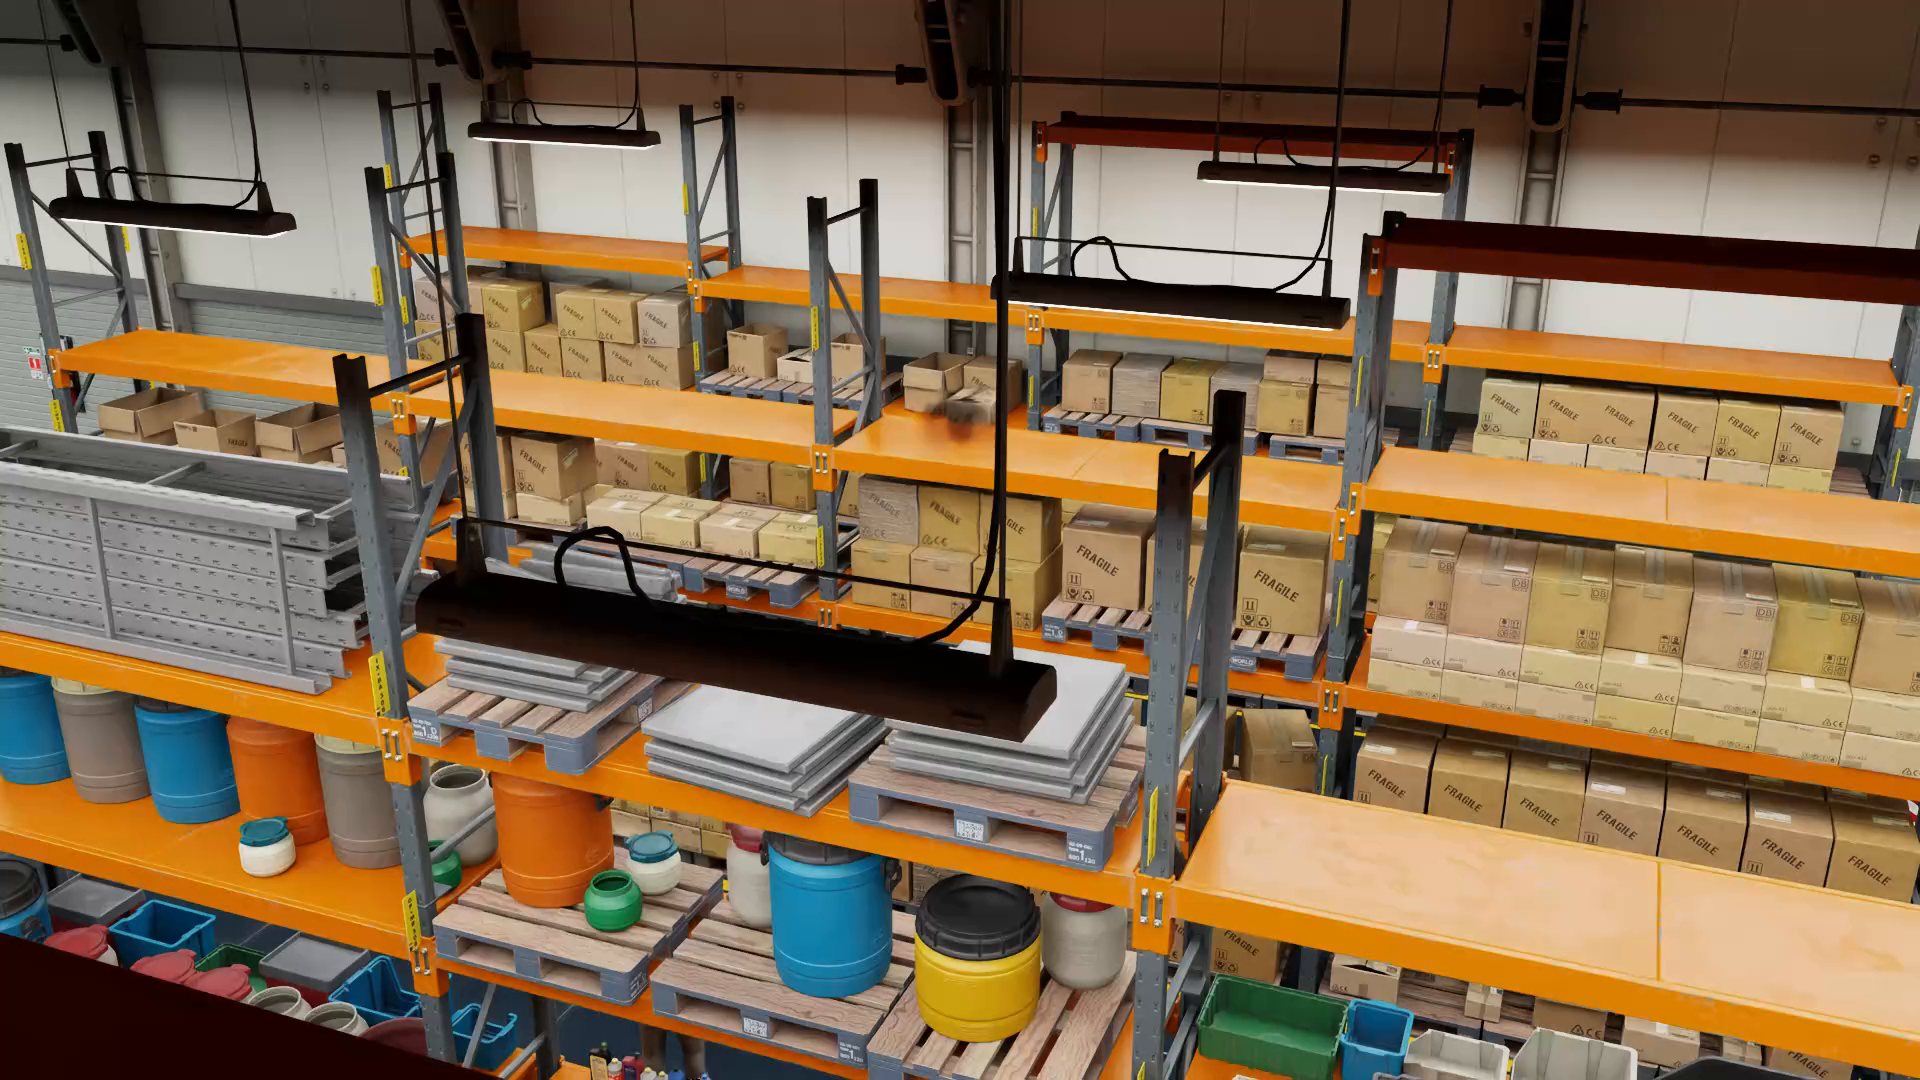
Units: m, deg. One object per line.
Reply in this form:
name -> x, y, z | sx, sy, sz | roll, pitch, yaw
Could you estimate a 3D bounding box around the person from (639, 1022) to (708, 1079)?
person -> -2.014, 3.229, 11.495 | 0.599, 1.721, 0.416 | 0, 21, -1
